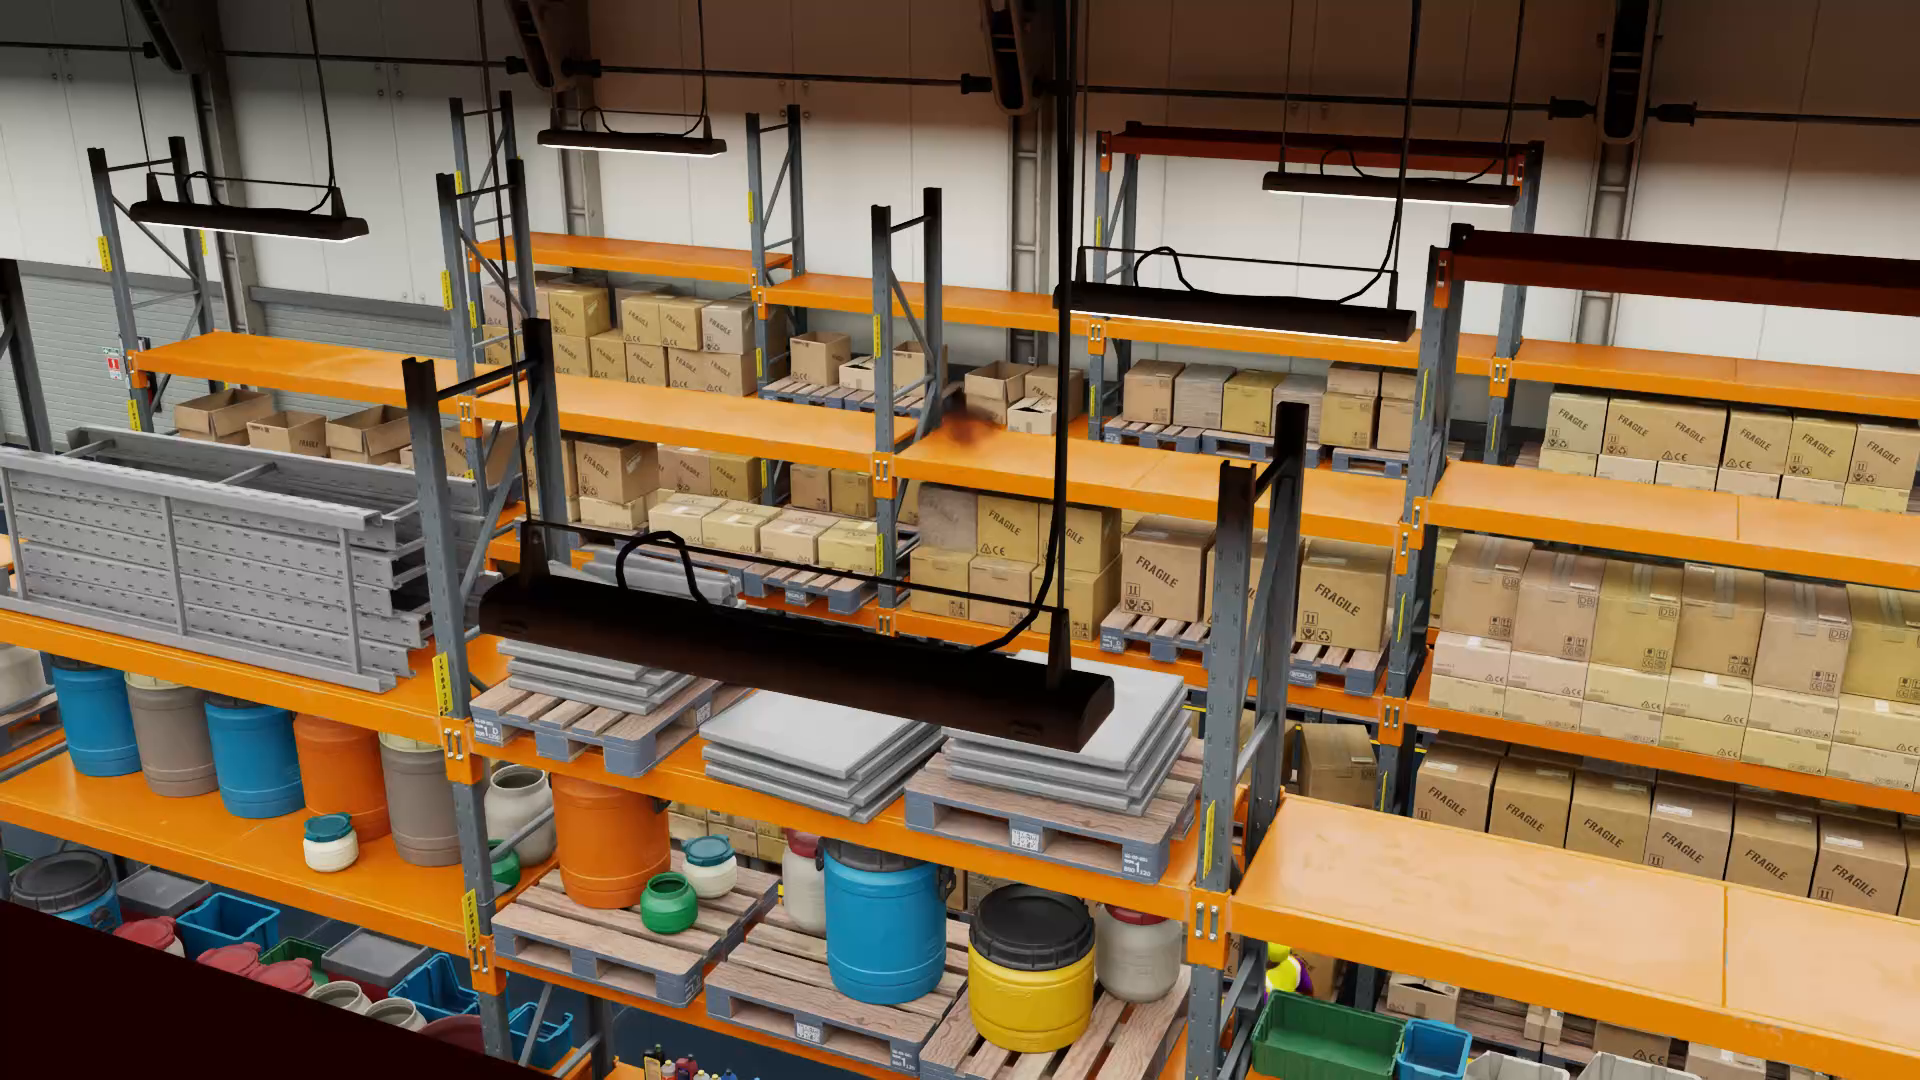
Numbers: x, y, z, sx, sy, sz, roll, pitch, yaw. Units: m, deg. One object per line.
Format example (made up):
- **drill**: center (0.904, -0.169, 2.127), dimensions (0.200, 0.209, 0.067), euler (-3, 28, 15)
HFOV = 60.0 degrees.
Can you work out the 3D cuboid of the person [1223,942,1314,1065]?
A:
- **person**: center (2.025, 3.370, 11.297), dimensions (0.994, 1.742, 0.638), euler (9, 23, 24)
